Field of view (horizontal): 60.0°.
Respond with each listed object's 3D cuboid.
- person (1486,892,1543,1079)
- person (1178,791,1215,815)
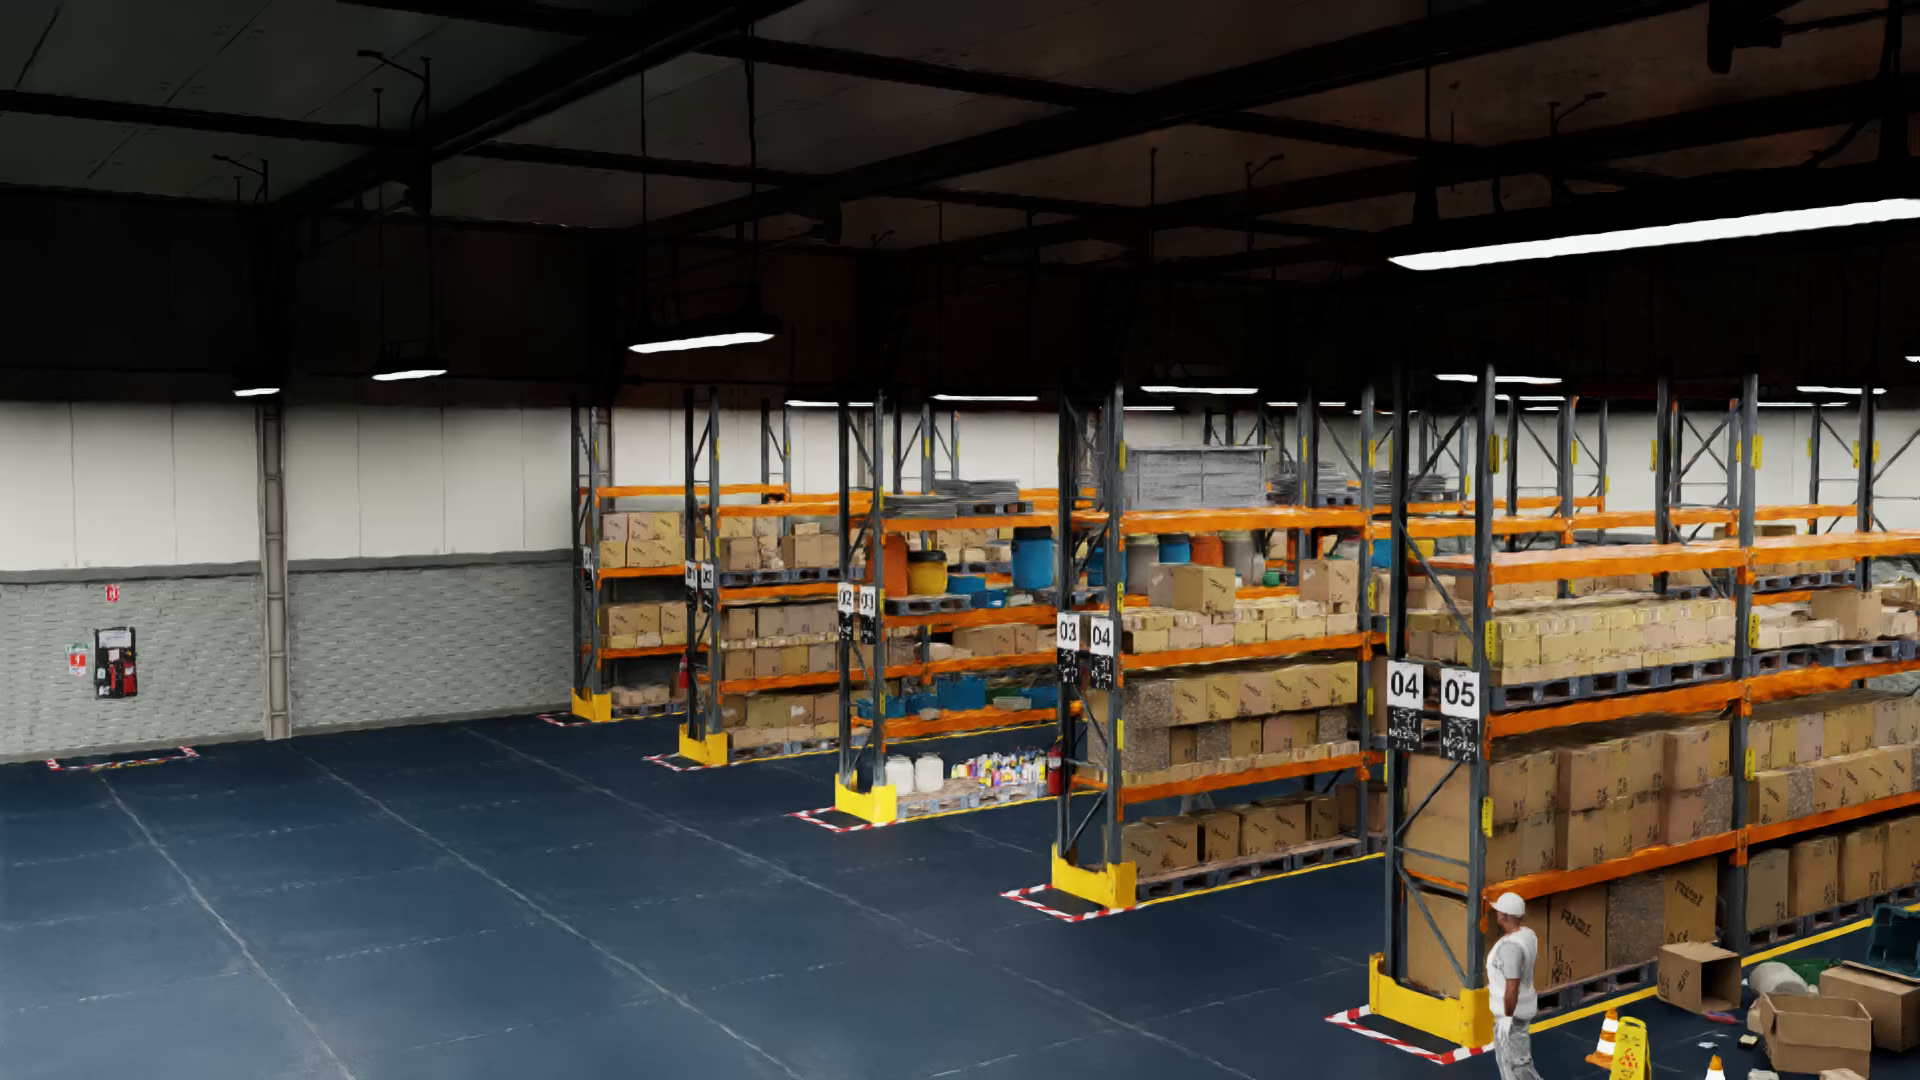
[{"bbox_3d":[4.204,3.534,12.452,0.557,1.779,0.659,2,4,27],"label":"person"},{"bbox_3d":[3.050,3.038,21.958,1.090,1.583,0.497,-2,4,-32],"label":"person"}]
